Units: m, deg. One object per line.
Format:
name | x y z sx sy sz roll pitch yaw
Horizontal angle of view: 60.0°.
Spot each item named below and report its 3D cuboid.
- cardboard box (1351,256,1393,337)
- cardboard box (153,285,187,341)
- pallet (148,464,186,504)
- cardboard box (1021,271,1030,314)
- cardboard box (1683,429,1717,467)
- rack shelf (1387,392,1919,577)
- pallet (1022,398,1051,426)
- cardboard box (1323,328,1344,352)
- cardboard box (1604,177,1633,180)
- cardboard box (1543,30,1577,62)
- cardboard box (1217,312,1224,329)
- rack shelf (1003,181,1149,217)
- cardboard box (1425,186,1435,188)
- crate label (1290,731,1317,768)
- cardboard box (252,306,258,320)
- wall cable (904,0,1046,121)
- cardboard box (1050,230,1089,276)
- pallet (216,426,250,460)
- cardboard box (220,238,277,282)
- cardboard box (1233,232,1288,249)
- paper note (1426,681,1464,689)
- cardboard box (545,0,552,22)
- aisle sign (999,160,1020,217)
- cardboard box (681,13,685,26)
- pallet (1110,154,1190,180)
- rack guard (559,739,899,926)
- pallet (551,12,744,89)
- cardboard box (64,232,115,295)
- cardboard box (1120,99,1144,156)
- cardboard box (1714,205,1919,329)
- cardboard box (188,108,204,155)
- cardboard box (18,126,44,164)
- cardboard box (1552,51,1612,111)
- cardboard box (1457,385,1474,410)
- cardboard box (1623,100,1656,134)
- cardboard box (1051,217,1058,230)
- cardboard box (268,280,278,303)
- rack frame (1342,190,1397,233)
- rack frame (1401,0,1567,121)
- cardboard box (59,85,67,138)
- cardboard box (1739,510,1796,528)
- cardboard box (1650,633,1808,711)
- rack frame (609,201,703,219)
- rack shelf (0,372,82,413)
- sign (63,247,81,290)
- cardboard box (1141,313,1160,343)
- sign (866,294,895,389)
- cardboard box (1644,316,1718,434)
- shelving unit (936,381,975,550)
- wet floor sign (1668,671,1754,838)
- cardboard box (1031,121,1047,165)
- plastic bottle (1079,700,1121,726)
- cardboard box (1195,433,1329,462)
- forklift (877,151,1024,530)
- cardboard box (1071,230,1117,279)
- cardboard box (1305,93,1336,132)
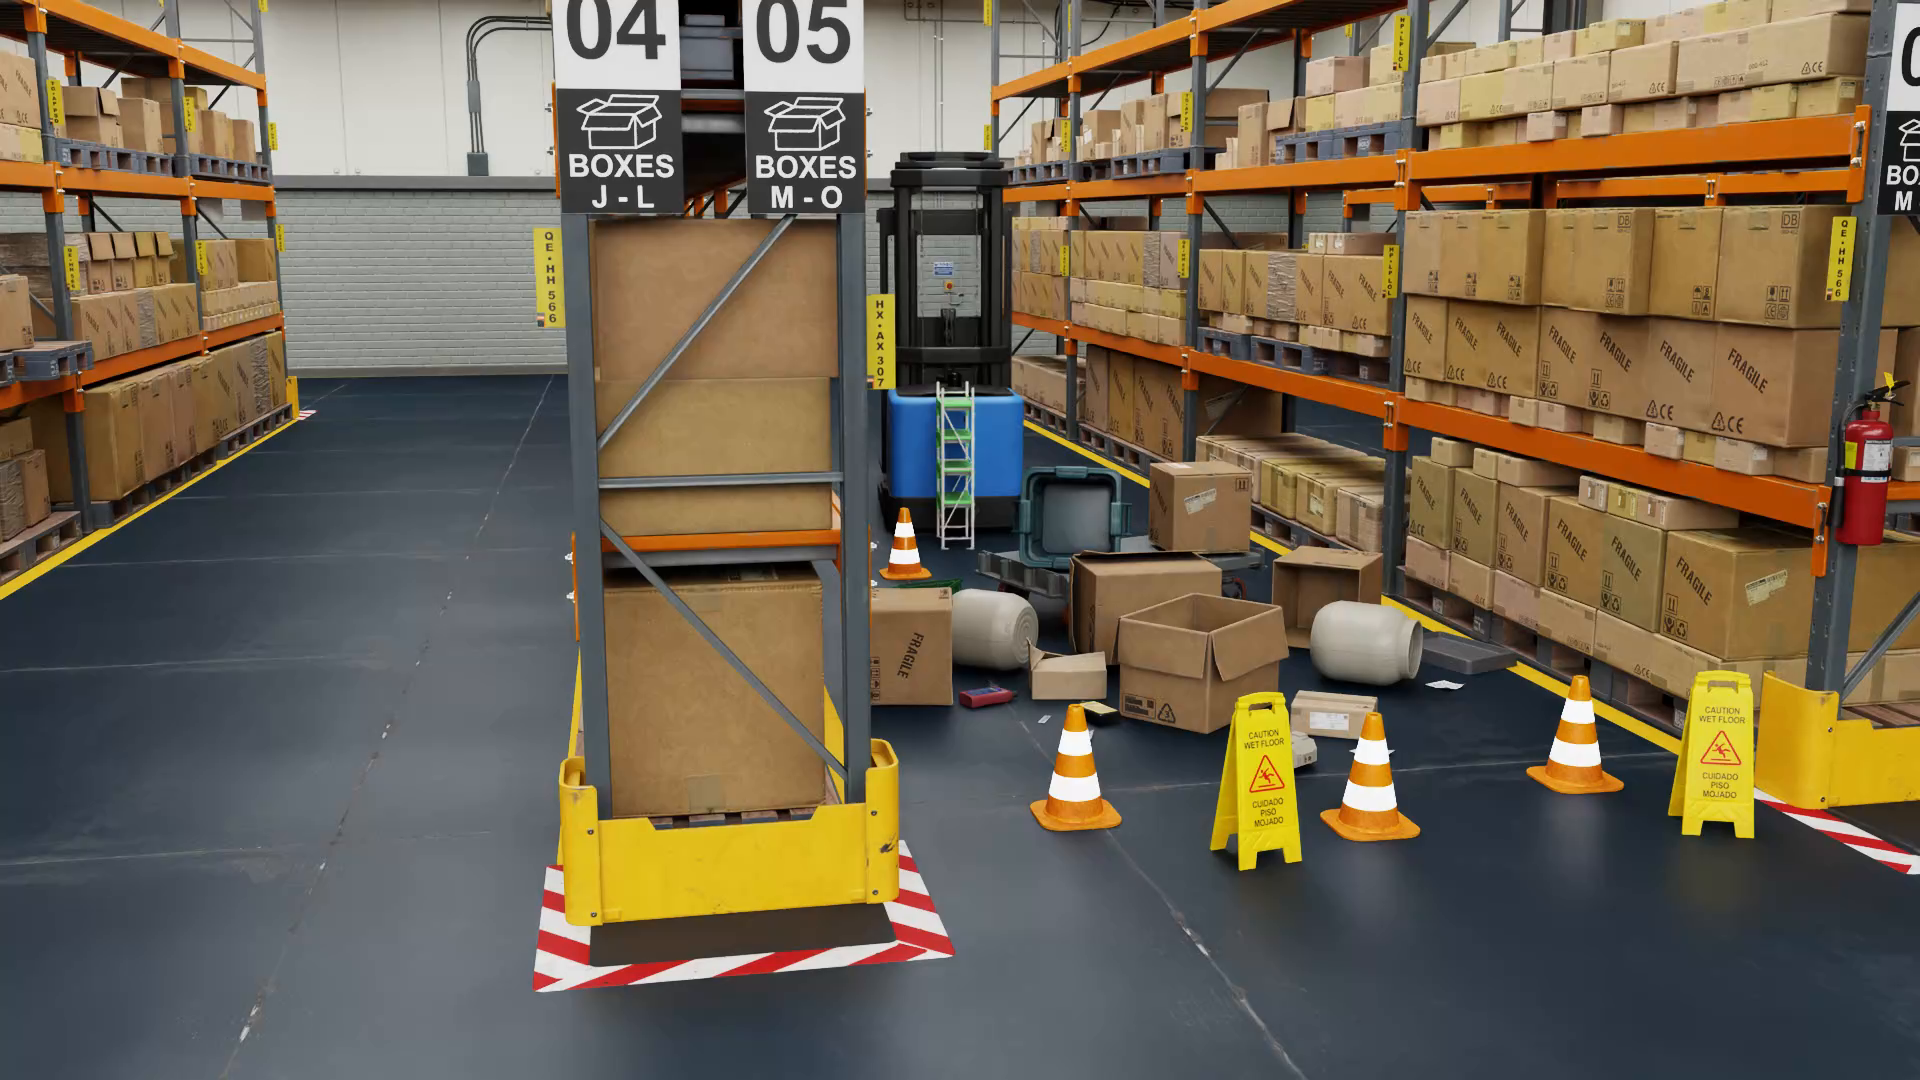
cardboard box | 2.924 -1.611 10.950 0.500 0.500 0.500 -2 11 -12
cardboard box | -7.590 -2.122 15.554 0.500 0.500 0.500 -2 11 -9
pallet | -7.573 -0.507 14.794 1.003 0.211 1.213 -2 11 -11
cardboard box | 1.037 -3.007 20.206 0.500 0.500 0.500 -2 11 -9
cardboard box | 3.547 -0.427 7.587 0.380 0.149 0.250 -2 11 -12
rack shelf | 3.628 -0.412 8.765 1.077 0.370 4.000 -2 11 -11
pallet | 1.371 -1.596 20.520 1.003 0.211 1.213 -2 11 -11
cardboard box | 2.748 -1.395 11.551 0.380 0.149 0.250 -2 11 -12
cardboard box | 6.795 -3.717 16.579 0.500 0.250 0.500 -2 11 -11
cardboard box | 3.287 -2.568 8.683 0.380 0.149 0.250 -2 11 -12
cardboard box | 2.363 -1.830 13.836 0.380 0.149 0.250 -3 11 -15
rack shelf | 1.294 -4.087 20.047 1.077 0.370 4.000 -2 11 -11
cardboard box | 5.981 -4.422 20.558 0.380 0.149 0.250 -2 11 -10
crate label | 1.431 0.936 7.412 0.250 0.136 0.298 -9 14 -40
cardboard box | -8.173 -2.562 18.804 0.380 0.149 0.250 -2 11 -11
wall cable | 0.260 -7.340 27.195 2.355 3.000 0.029 -2 11 -11
cardboard box | 1.320 -3.217 18.633 0.500 0.500 0.500 -2 11 -11
pallet | -8.109 -1.012 17.448 1.003 0.211 1.213 -2 11 -11
cardboard box | -8.464 -3.334 19.791 0.500 0.500 0.500 -2 11 -10
cardboard box | 2.605 -2.506 14.898 0.500 0.500 0.500 -2 11 -13
paper note | 2.532 0.750 8.672 0.142 0.019 0.148 -6 13 -31
cardboard box | -1.216 -1.855 5.677 0.380 0.149 0.250 -2 11 -11
aisle sign | 0.606 -4.613 21.959 0.394 0.787 0.004 -2 11 -11
cardboard box | -1.056 -2.470 7.844 0.500 0.250 0.500 -2 11 -12
pallet | 2.063 -3.568 15.904 1.003 0.211 1.213 -2 11 -8
rack guard | -0.815 1.032 5.938 1.175 0.500 0.348 -2 11 -11
pallet | -0.974 -1.766 6.168 1.003 0.211 1.213 -2 11 -11
cardboard box | -7.511 -2.302 13.819 0.797 0.503 0.637 -2 11 -10
cardboard box | 1.833 -3.908 15.793 0.500 0.500 0.500 -2 11 -10
cardboard box | 3.703 -1.171 7.090 0.700 0.500 0.500 -2 11 -12
cardboard box | -8.349 -4.258 17.363 0.700 0.500 0.500 -2 11 -8
cardboard box | -6.927 -2.827 11.908 0.500 0.250 0.500 -2 11 -11
cardboard box | 3.350 -2.309 8.388 0.500 0.250 0.500 -2 11 -10
cardboard box | 3.167 -0.848 9.800 0.380 0.149 0.250 -2 11 -11
cardboard box | 3.451 -2.040 8.043 0.380 0.149 0.250 -2 11 -13
cardboard box | 1.260 -3.648 19.163 0.380 0.149 0.250 -2 11 -11
cardboard box | -8.462 -2.966 19.864 0.500 0.250 0.500 -2 11 -12
rack frame | 5.773 -3.515 23.140 1.000 3.000 0.127 -2 11 -11
rack frame | 3.239 -4.080 10.064 1.000 3.000 0.127 -2 11 -11
cardboard box | -7.704 -3.499 13.646 0.500 0.500 0.500 -2 11 -8
cardboard box | 4.020 0.119 8.274 0.500 0.500 0.500 -3 11 -13
cardboard box | 3.591 0.603 7.739 0.500 0.250 0.500 -2 11 -11
rack frame | -3.153 -2.401 17.290 1.000 3.000 0.127 -2 11 -11
rack shelf | -6.871 -0.786 10.726 1.077 0.370 4.000 -2 11 -11
sign | -6.730 -2.057 12.598 0.100 0.325 0.005 -2 11 -11
cardboard box | 1.993 -1.969 15.420 0.500 0.250 0.500 -2 11 -10
sign | -0.274 -0.684 5.739 0.100 0.325 0.005 -2 11 -11
cardboard box | 3.548 -0.776 7.687 0.500 0.500 0.500 -2 11 -11
shelving unit | -0.036 -0.563 12.444 0.258 1.200 0.503 -1 11 -5
wet floor sign | 3.004 0.831 6.603 0.267 0.644 0.232 2 11 9
cardboard box | 1.150 -4.736 19.878 0.500 0.500 0.500 -2 11 -10
plastic bottle | 0.650 0.839 8.125 0.133 0.061 0.283 -6 13 -31
cardboard box | 2.561 -0.678 14.139 0.950 0.372 0.625 -3 11 -15
forklift | -0.136 -1.745 14.028 1.130 2.935 3.031 -1 11 -5
cardboard box | 1.486 -3.049 17.752 0.500 0.500 0.500 -2 11 -10
cardboard box | 2.791 -3.027 11.834 0.500 0.250 0.500 -2 11 -10
